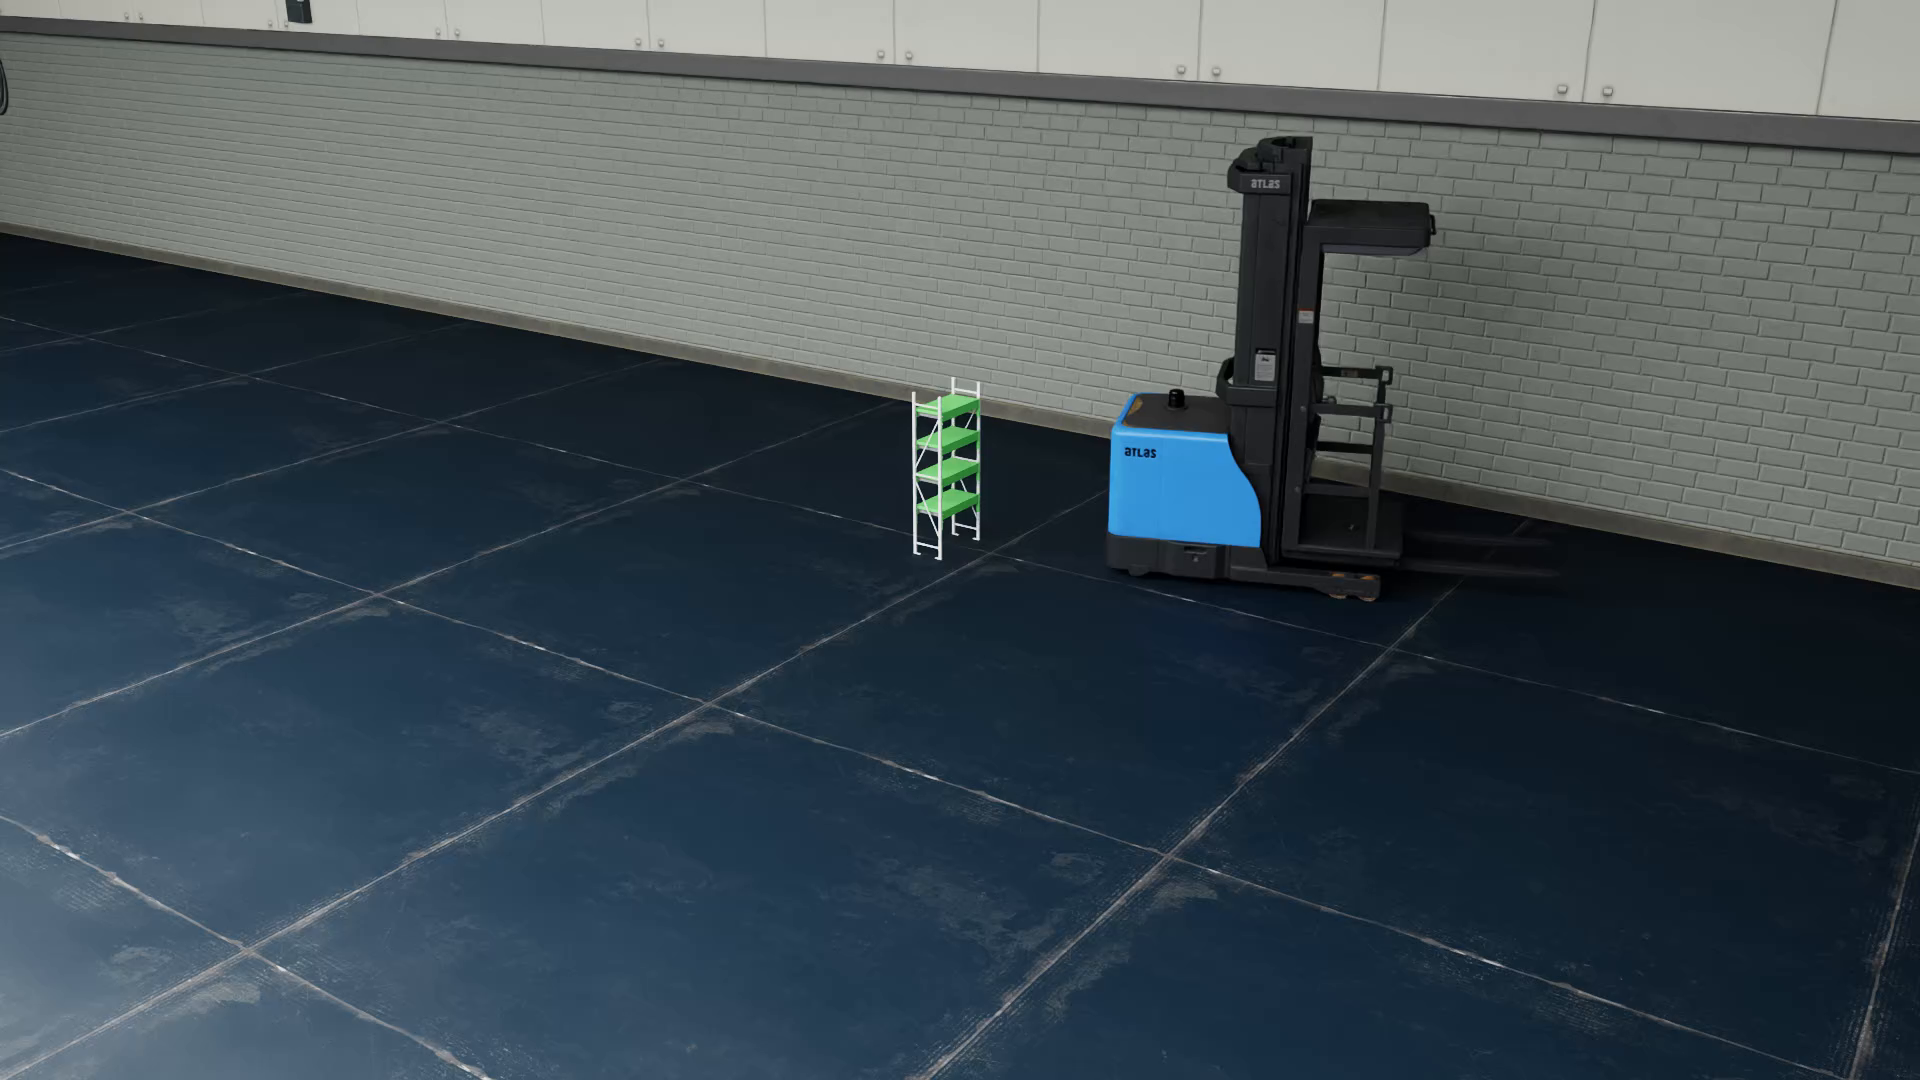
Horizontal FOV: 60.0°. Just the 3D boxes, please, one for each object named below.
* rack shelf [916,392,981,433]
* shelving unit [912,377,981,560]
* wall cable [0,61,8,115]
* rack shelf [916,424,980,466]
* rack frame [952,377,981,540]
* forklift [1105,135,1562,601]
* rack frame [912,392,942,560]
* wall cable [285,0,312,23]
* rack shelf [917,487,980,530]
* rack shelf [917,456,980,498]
[{"bbox_3d":[-0.093,-0.906,11.784,0.258,0.148,0.480,13,24,32],"label":"rack shelf"},{"bbox_3d":[-0.093,-0.515,11.928,0.258,1.200,0.503,13,24,32],"label":"shelving unit"},{"bbox_3d":[-14.664,-7.415,23.816,3.097,2.526,0.112,13,24,32],"label":"wall cable"},{"bbox_3d":[-0.093,-0.680,11.867,0.258,0.148,0.480,13,24,32],"label":"rack shelf"},{"bbox_3d":[0.044,-0.585,12.118,0.240,1.200,0.015,13,24,32],"label":"rack frame"},{"bbox_3d":[2.587,-1.167,11.195,3.031,2.935,1.130,5,21,13],"label":"forklift"},{"bbox_3d":[-0.230,-0.445,11.739,0.240,1.200,0.015,13,24,32],"label":"rack frame"},{"bbox_3d":[-6.822,-8.611,17.670,2.305,6.003,0.169,13,24,32],"label":"wall cable"},{"bbox_3d":[-0.093,-0.230,12.034,0.258,0.148,0.480,13,24,32],"label":"rack shelf"},{"bbox_3d":[-0.093,-0.455,11.951,0.258,0.148,0.480,13,24,32],"label":"rack shelf"}]
